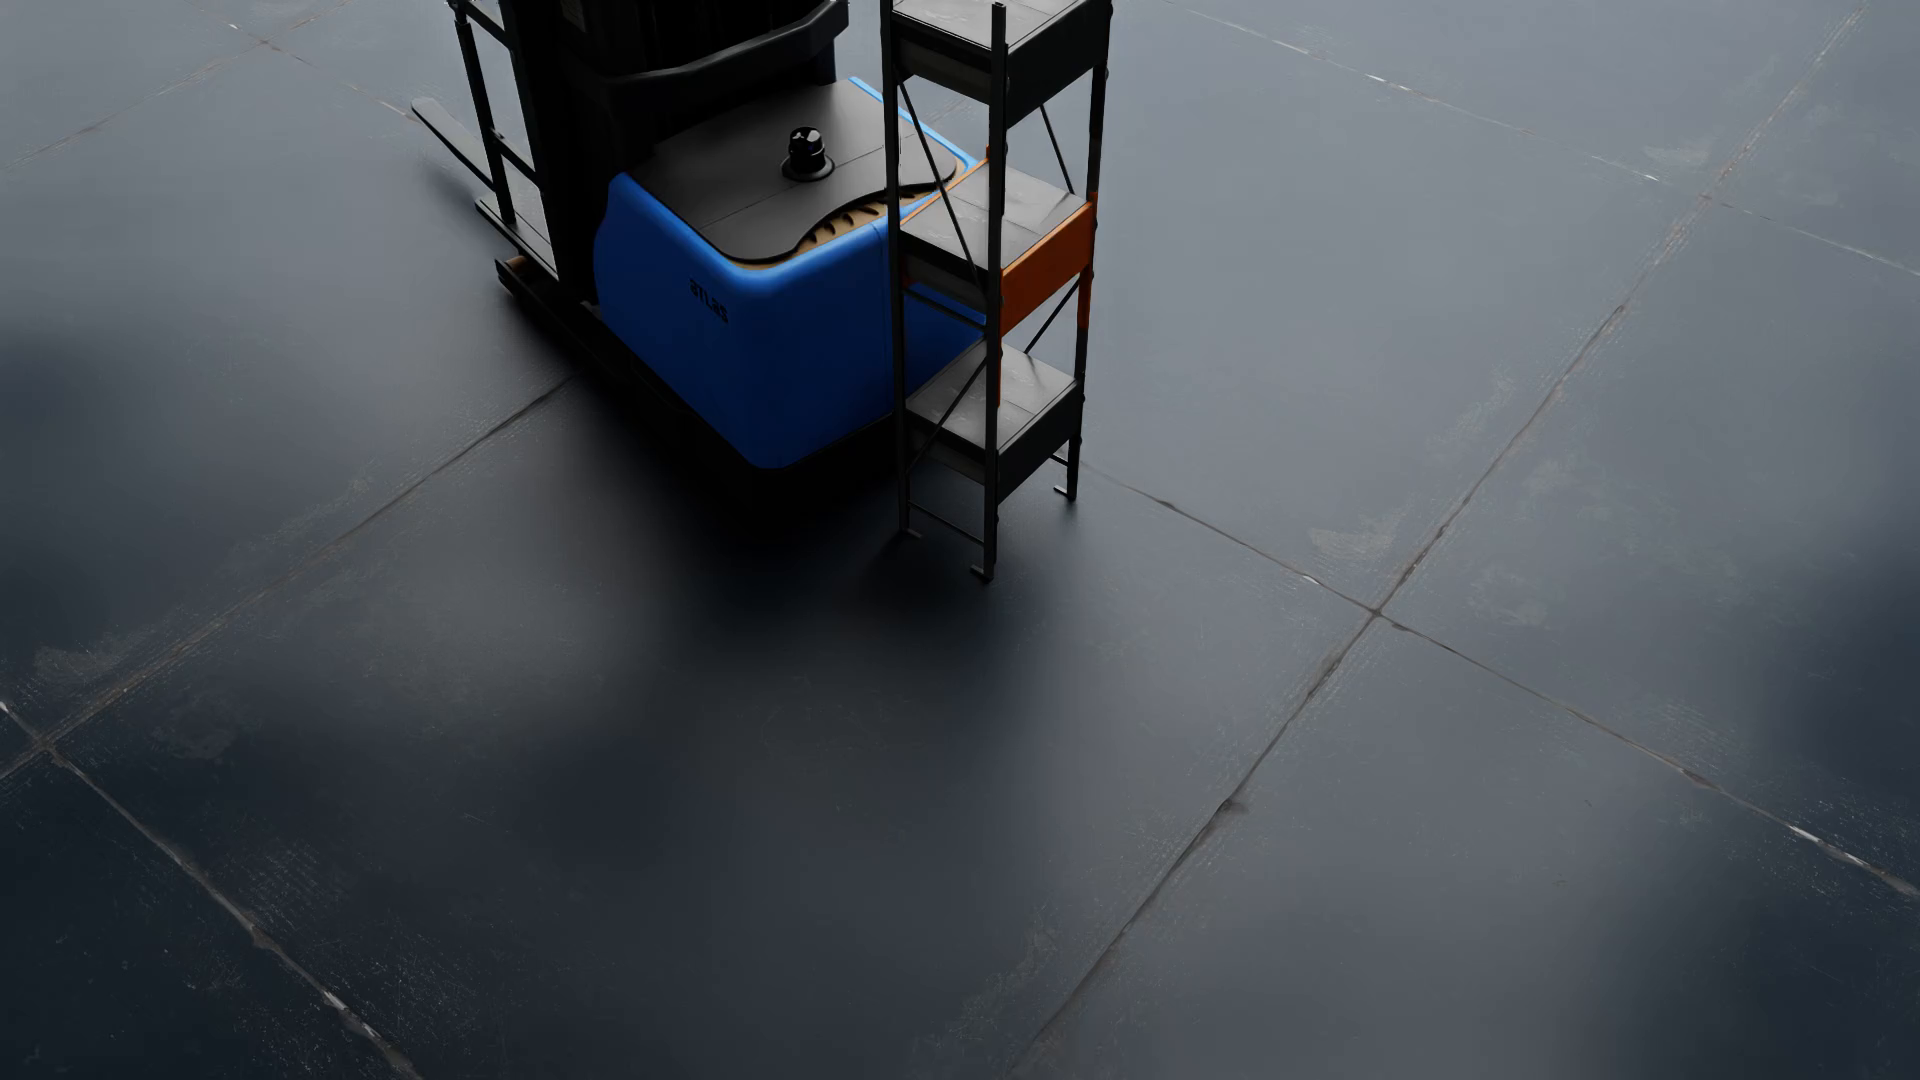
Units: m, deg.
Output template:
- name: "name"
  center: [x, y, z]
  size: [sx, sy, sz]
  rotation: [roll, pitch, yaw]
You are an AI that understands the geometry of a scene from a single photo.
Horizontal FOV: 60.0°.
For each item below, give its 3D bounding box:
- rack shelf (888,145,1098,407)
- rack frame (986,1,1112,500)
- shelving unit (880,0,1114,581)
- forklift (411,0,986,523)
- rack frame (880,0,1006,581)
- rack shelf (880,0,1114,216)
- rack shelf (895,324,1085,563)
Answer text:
- name: "rack shelf"
  center: [0.101, -0.811, 5.091]
  size: [0.431, 0.518, 0.480]
  rotation: [29, 53, 25]
- name: "rack frame"
  center: [0.250, -0.960, 5.215]
  size: [0.400, 2.100, 0.015]
  rotation: [29, 53, 25]
- name: "shelving unit"
  center: [0.101, -0.820, 5.081]
  size: [0.431, 2.100, 0.503]
  rotation: [29, 53, 25]
- name: "forklift"
  center: [-1.193, -2.079, 5.709]
  size: [1.130, 2.935, 3.031]
  rotation: [-30, 53, -26]
- name: "rack frame"
  center: [-0.048, -0.680, 4.948]
  size: [0.400, 2.100, 0.015]
  rotation: [29, 53, 25]
- name: "rack shelf"
  center: [0.101, -1.294, 4.585]
  size: [0.431, 0.518, 0.480]
  rotation: [29, 53, 25]
- name: "rack shelf"
  center: [0.101, -0.327, 5.597]
  size: [0.431, 0.518, 0.480]
  rotation: [29, 53, 25]
